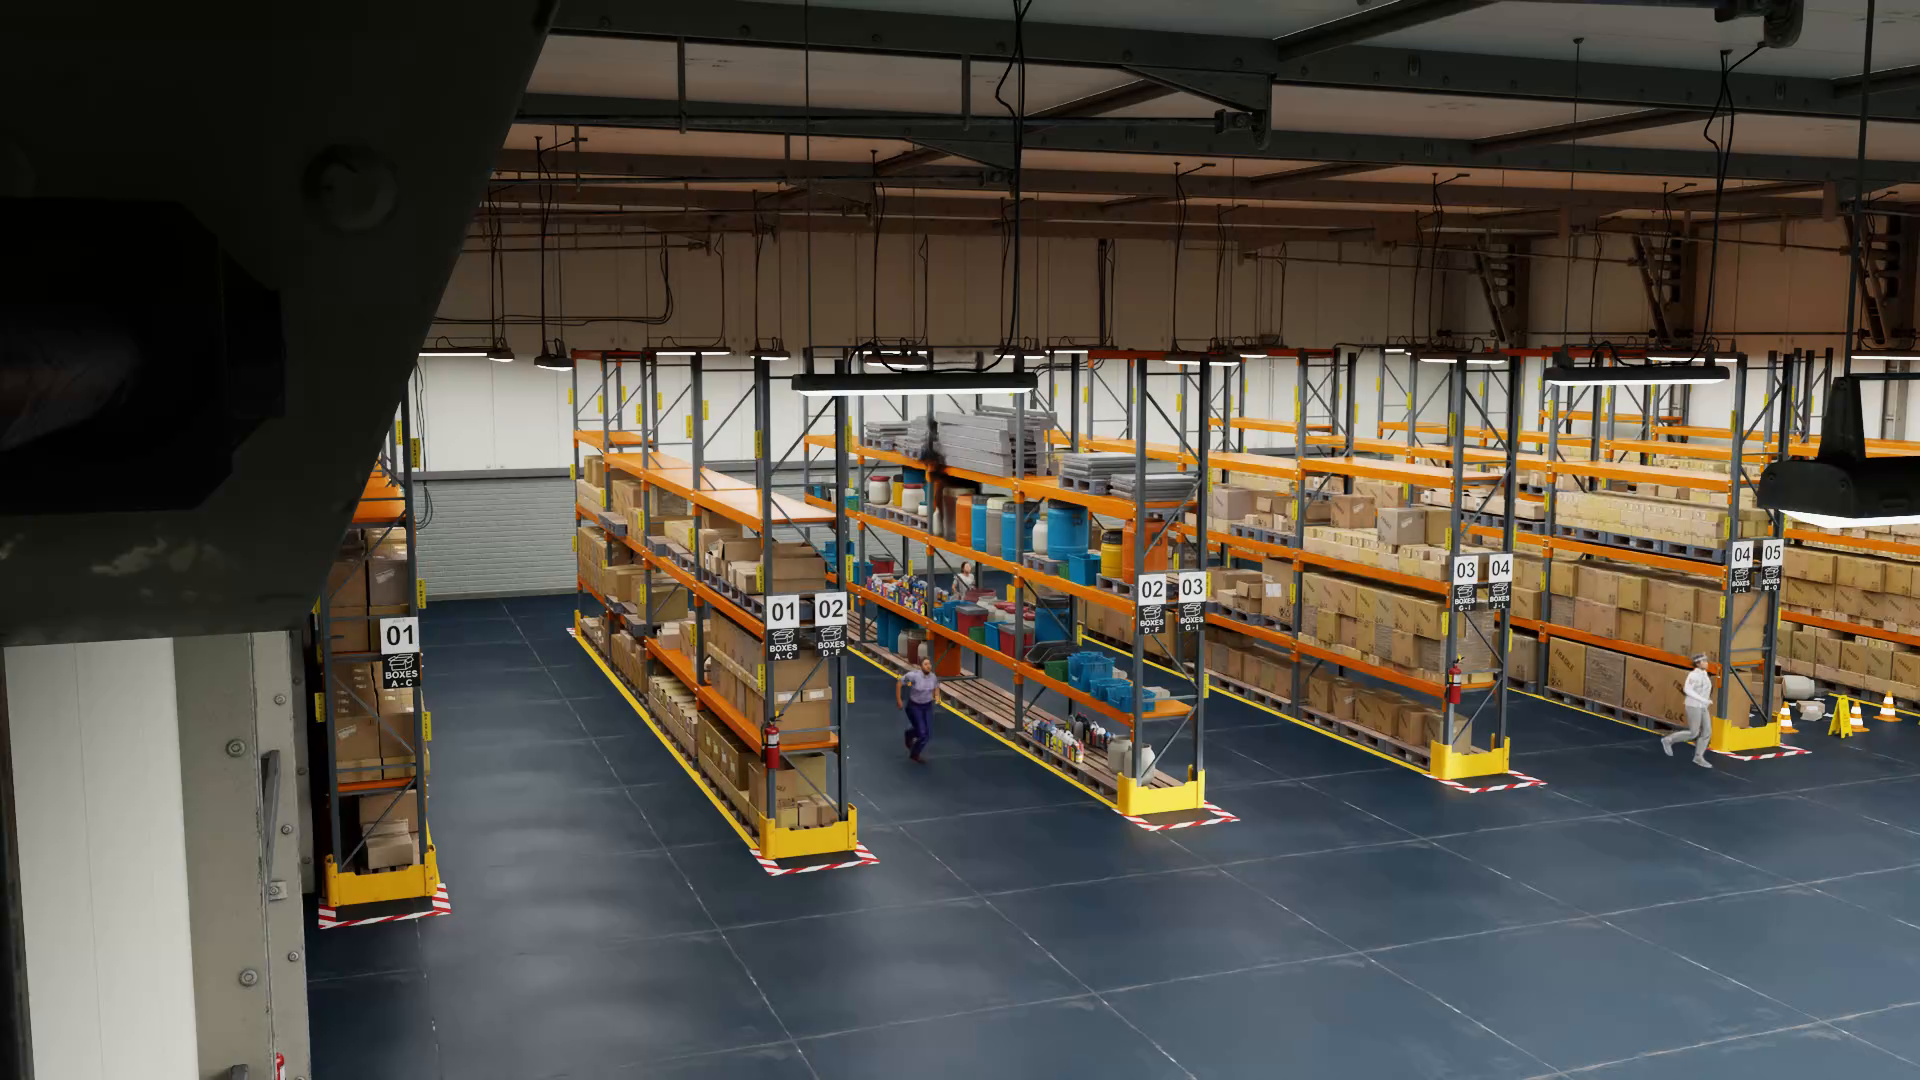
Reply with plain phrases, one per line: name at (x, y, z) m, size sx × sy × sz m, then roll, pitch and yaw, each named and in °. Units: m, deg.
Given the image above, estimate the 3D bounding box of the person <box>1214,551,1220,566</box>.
person at (6.643, 0.361, 41.505) m, size 0.724 × 1.687 × 0.645 m, roll 2°, pitch 8°, yaw 19°

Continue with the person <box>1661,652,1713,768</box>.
person at (10.819, 2.468, 24.571) m, size 0.734 × 1.682 × 0.638 m, roll 7°, pitch 10°, yaw 44°

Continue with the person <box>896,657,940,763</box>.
person at (-0.577, 2.511, 24.548) m, size 0.645 × 1.600 × 0.623 m, roll -5°, pitch 9°, yaw -34°

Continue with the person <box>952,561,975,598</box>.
person at (0.088, 1.244, 34.475) m, size 0.582 × 1.641 × 0.579 m, roll -4°, pitch 8°, yaw -27°
